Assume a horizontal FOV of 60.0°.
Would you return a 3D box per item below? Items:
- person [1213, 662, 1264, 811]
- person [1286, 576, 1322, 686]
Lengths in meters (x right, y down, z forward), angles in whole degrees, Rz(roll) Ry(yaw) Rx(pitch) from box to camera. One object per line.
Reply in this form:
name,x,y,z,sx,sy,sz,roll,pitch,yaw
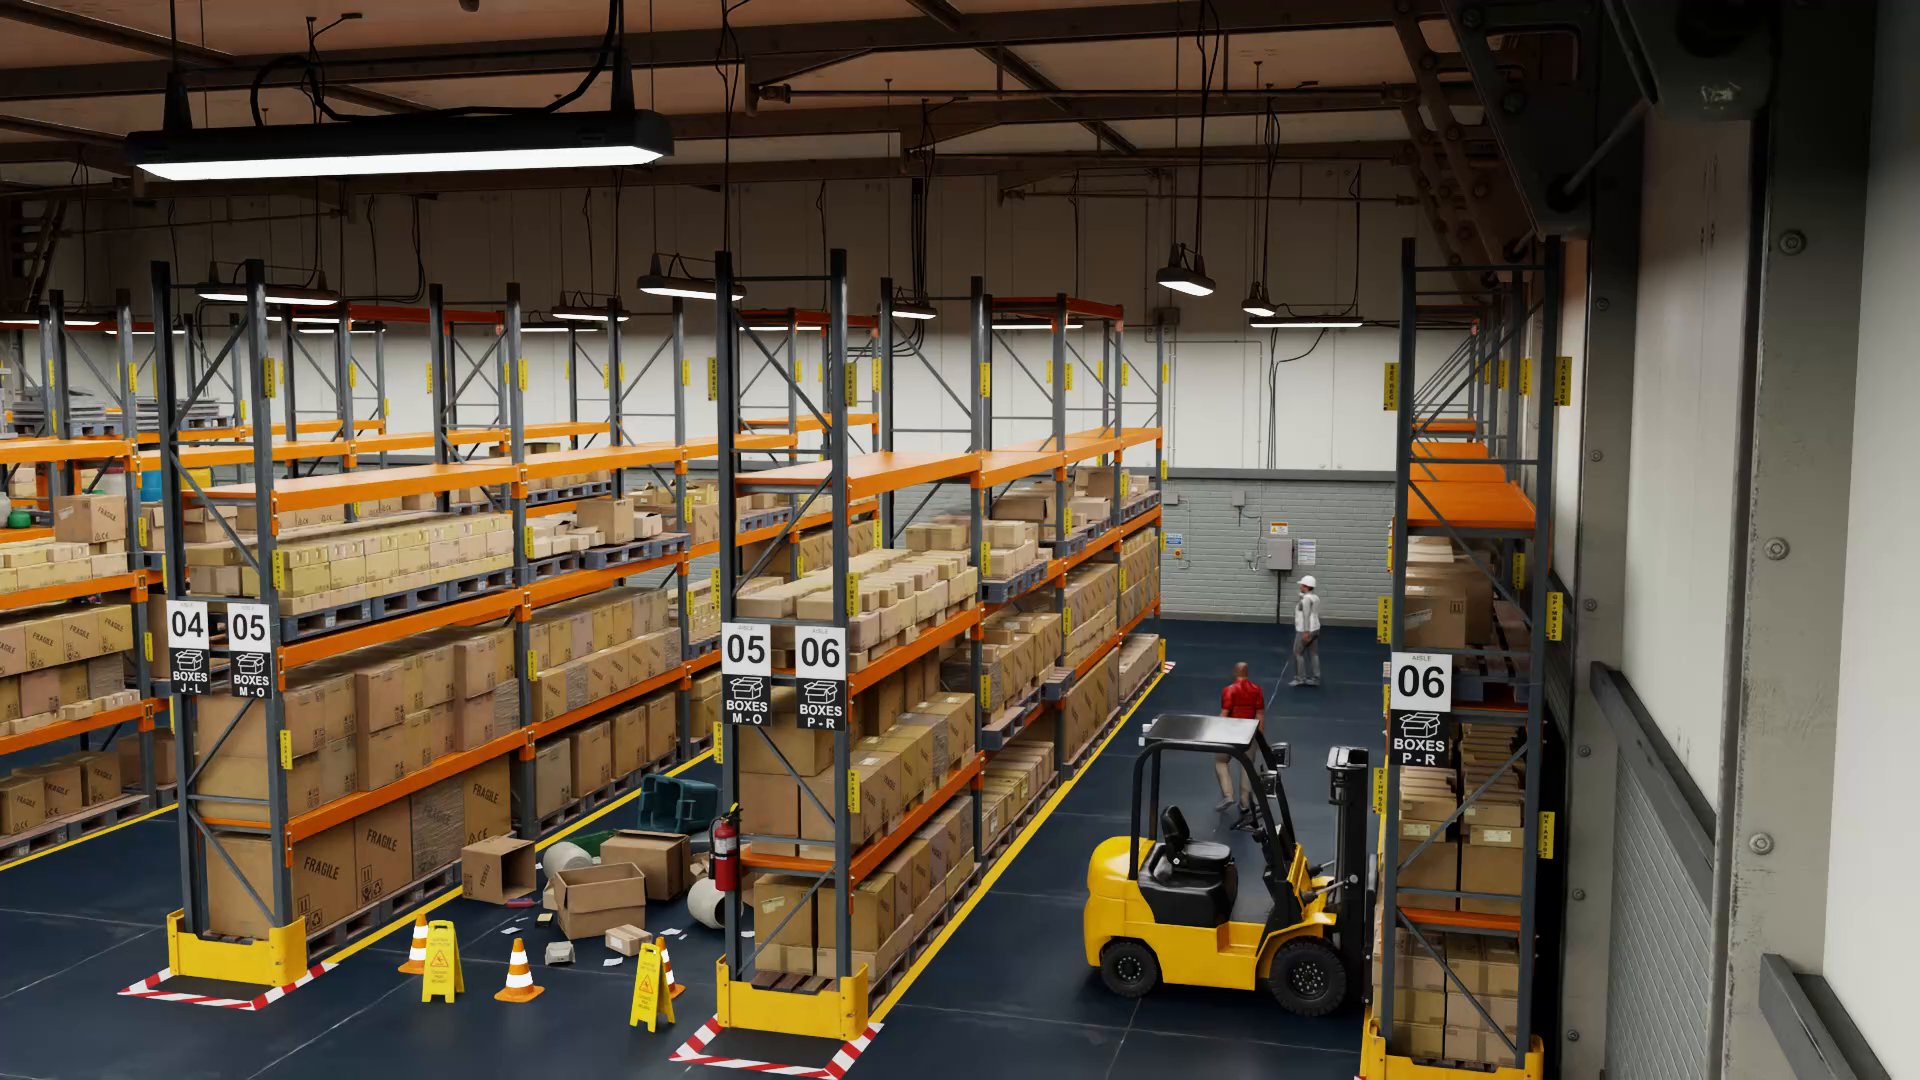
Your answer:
person,3.243,2.283,19.301,0.580,1.756,0.396,-2,6,-15
person,5.579,1.477,26.726,0.591,1.813,0.577,5,8,38
